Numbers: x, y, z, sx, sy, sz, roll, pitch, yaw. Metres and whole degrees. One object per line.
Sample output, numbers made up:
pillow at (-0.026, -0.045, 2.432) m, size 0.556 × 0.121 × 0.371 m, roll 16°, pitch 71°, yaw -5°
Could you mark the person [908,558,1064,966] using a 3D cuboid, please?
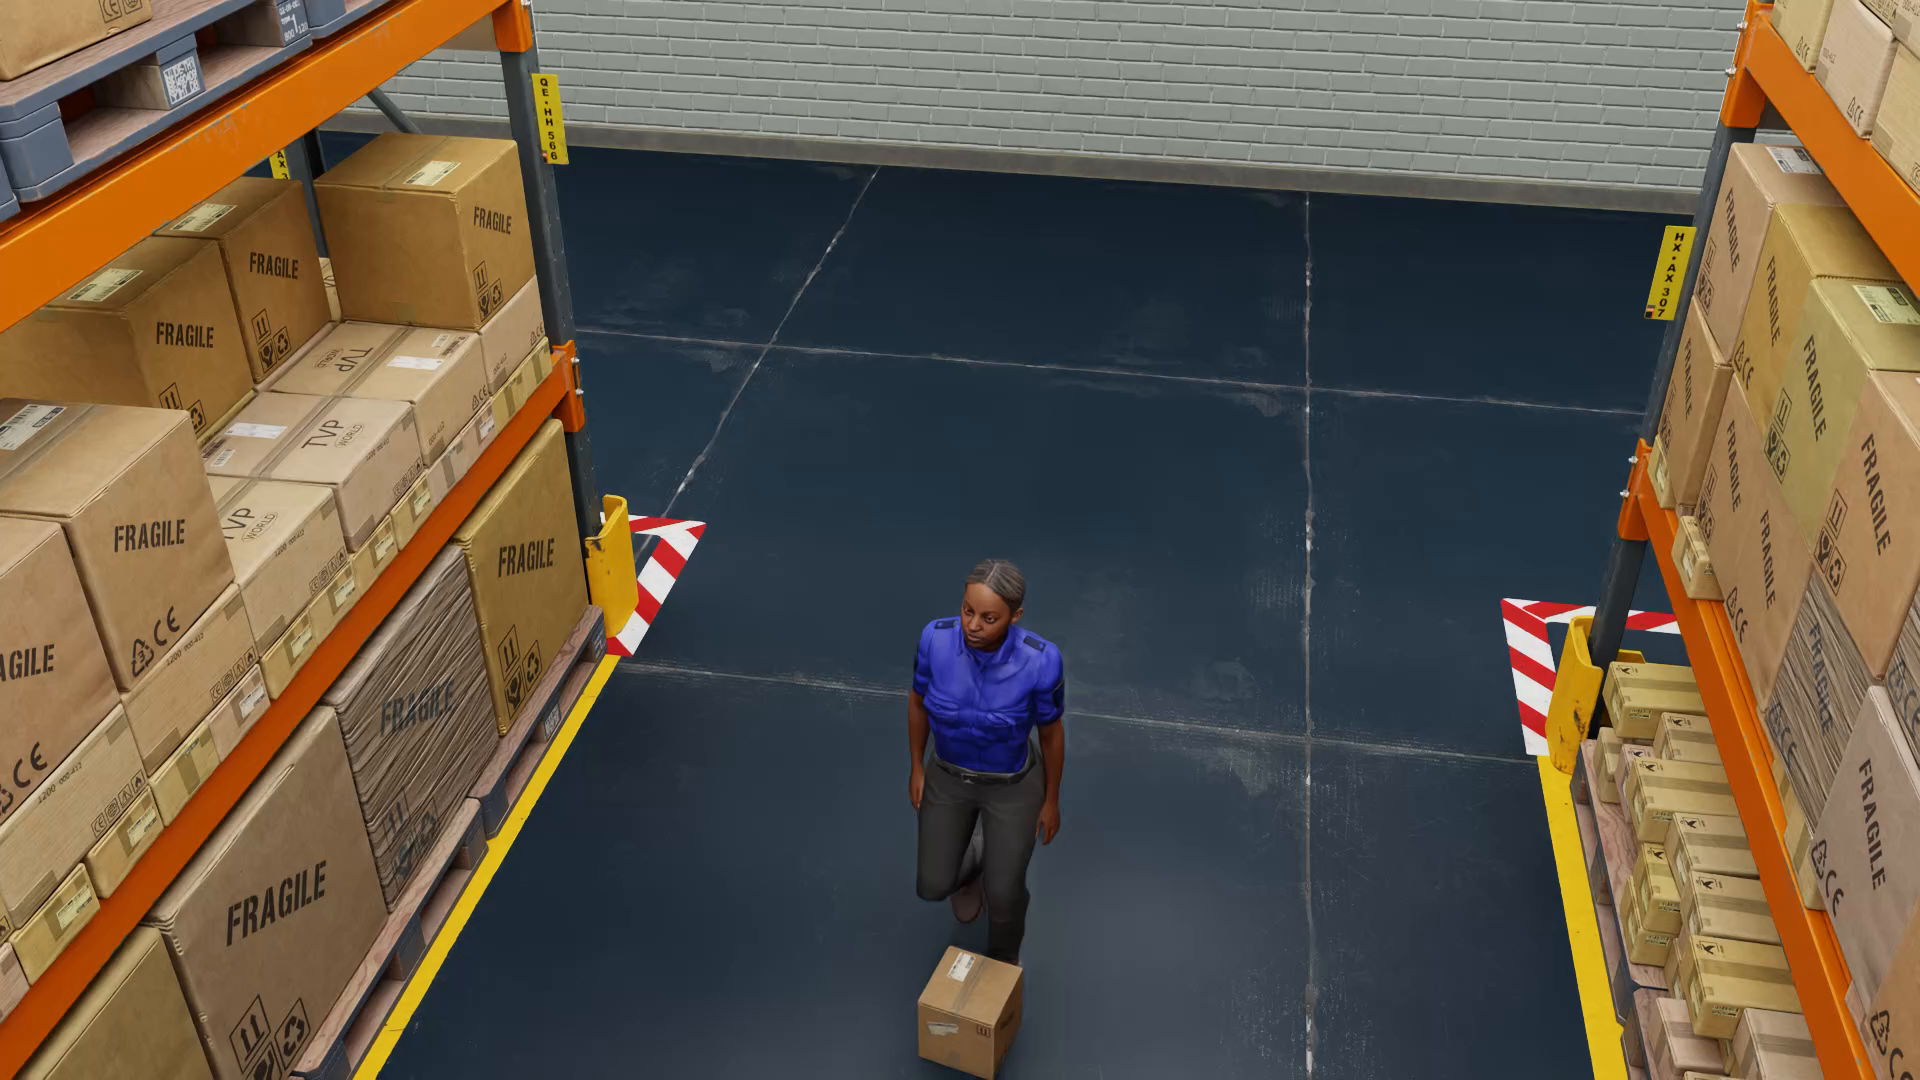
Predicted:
person at (0.094, 0.686, 5.052) m, size 0.482 × 1.643 × 0.513 m, roll 9°, pitch 34°, yaw 14°
